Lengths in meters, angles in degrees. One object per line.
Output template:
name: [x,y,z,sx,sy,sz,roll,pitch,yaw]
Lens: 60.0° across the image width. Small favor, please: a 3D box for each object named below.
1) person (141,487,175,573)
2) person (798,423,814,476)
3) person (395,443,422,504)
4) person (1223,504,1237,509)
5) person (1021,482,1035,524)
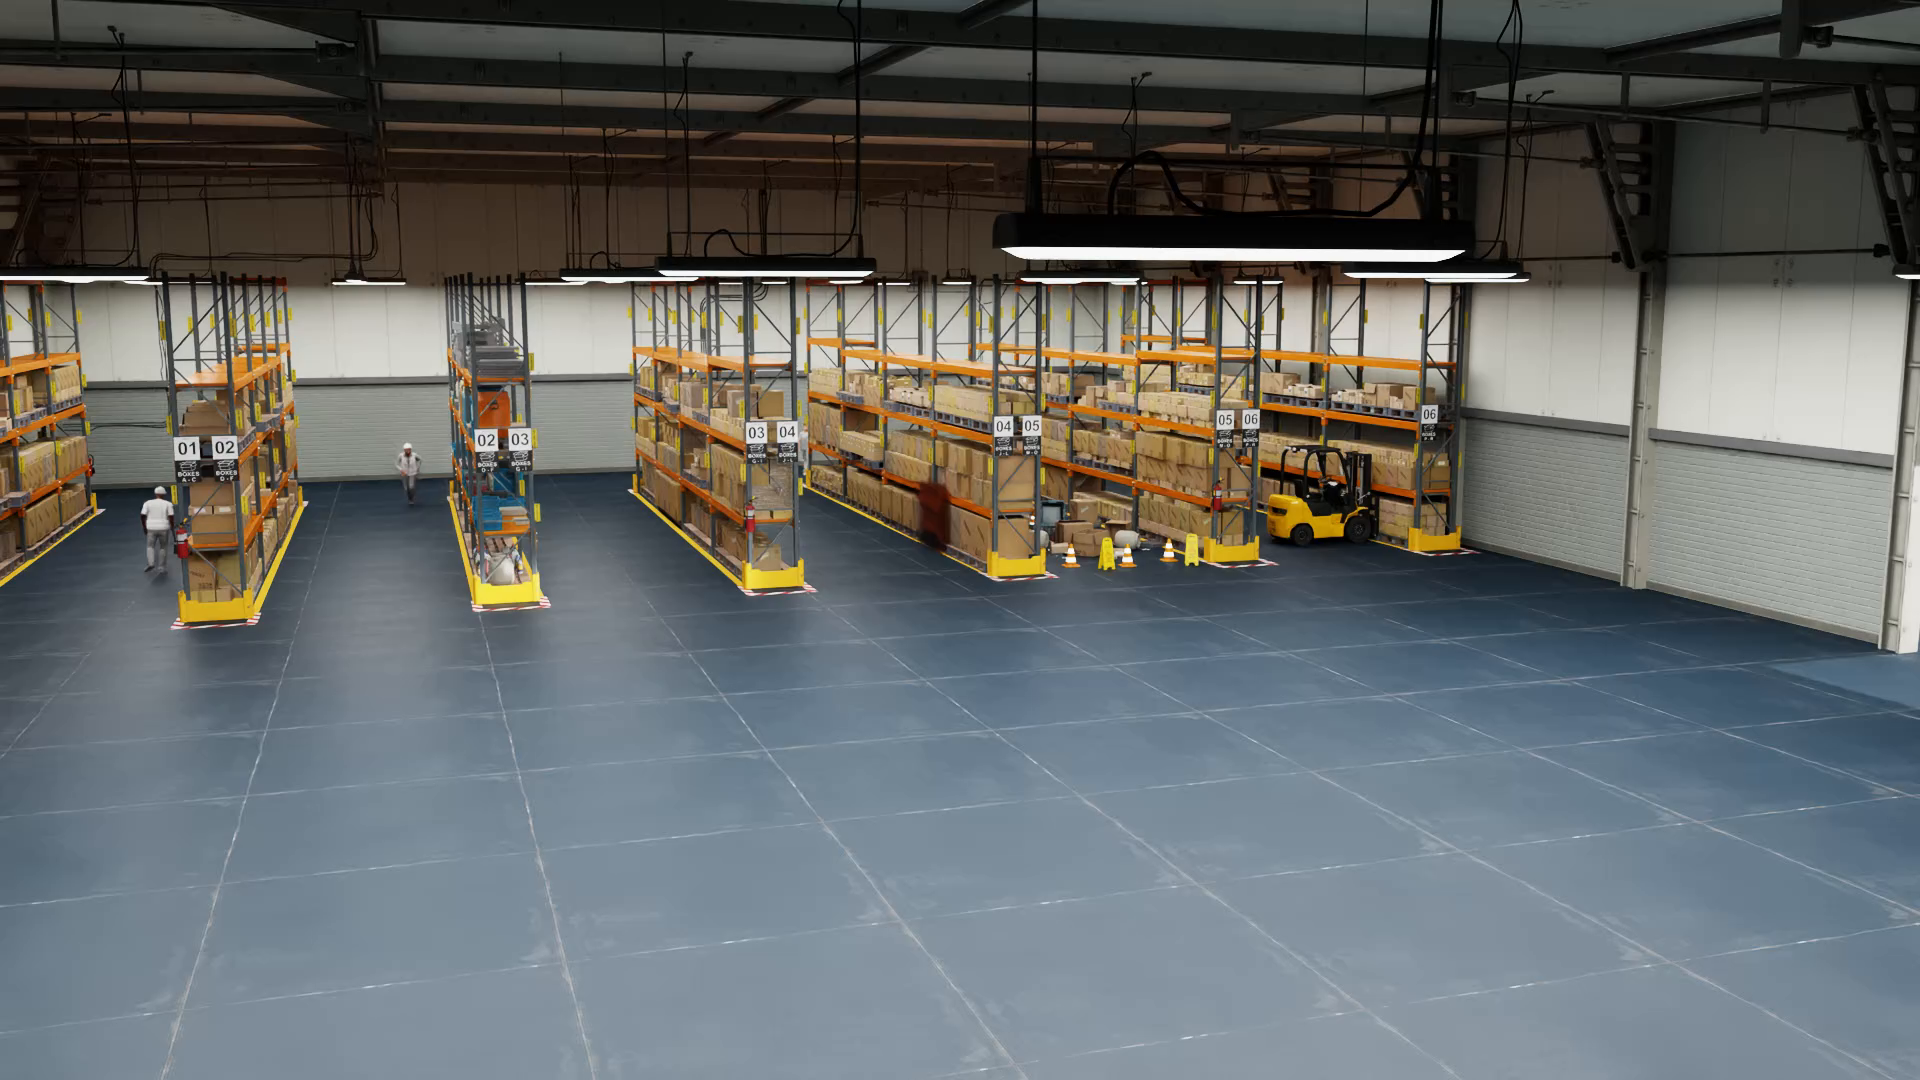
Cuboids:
person: [-16.224,-0.195,33.637,0.629,1.736,0.700,-2,9,-15]
person: [-4.742,-2.820,51.241,0.445,1.611,1.103,2,9,14]
person: [-14.634,-1.764,44.189,0.626,1.676,0.734,-1,9,-7]
person: [6.504,-1.036,39.586,0.558,1.632,0.605,-7,11,-38]
person: [1.595,-1.217,40.541,0.394,1.766,0.576,8,12,42]
